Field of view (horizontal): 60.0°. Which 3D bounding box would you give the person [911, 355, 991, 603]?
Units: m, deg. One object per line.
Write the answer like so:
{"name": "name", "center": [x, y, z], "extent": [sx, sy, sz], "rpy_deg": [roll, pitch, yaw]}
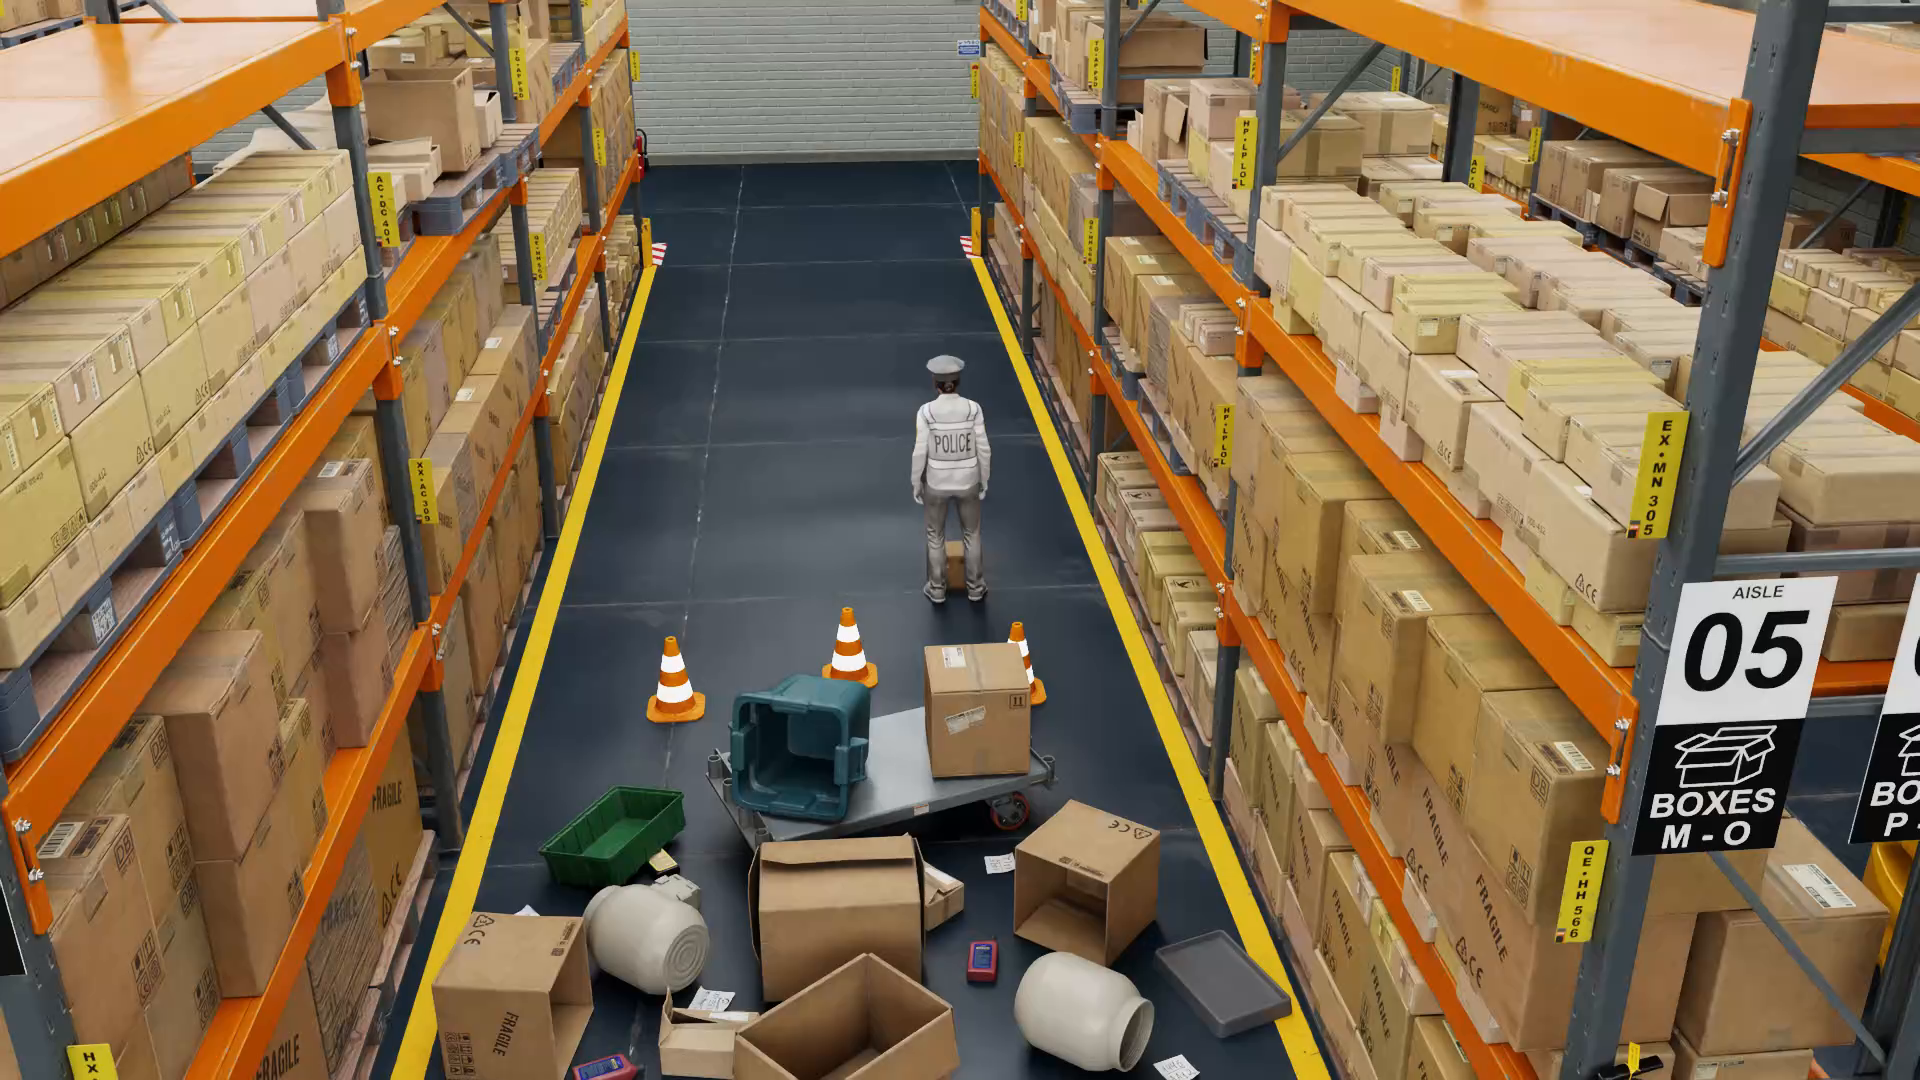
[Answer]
{"name": "person", "center": [-0.062, -0.372, 10.939], "extent": [0.526, 1.661, 0.374], "rpy_deg": [-3, 24, -7]}
